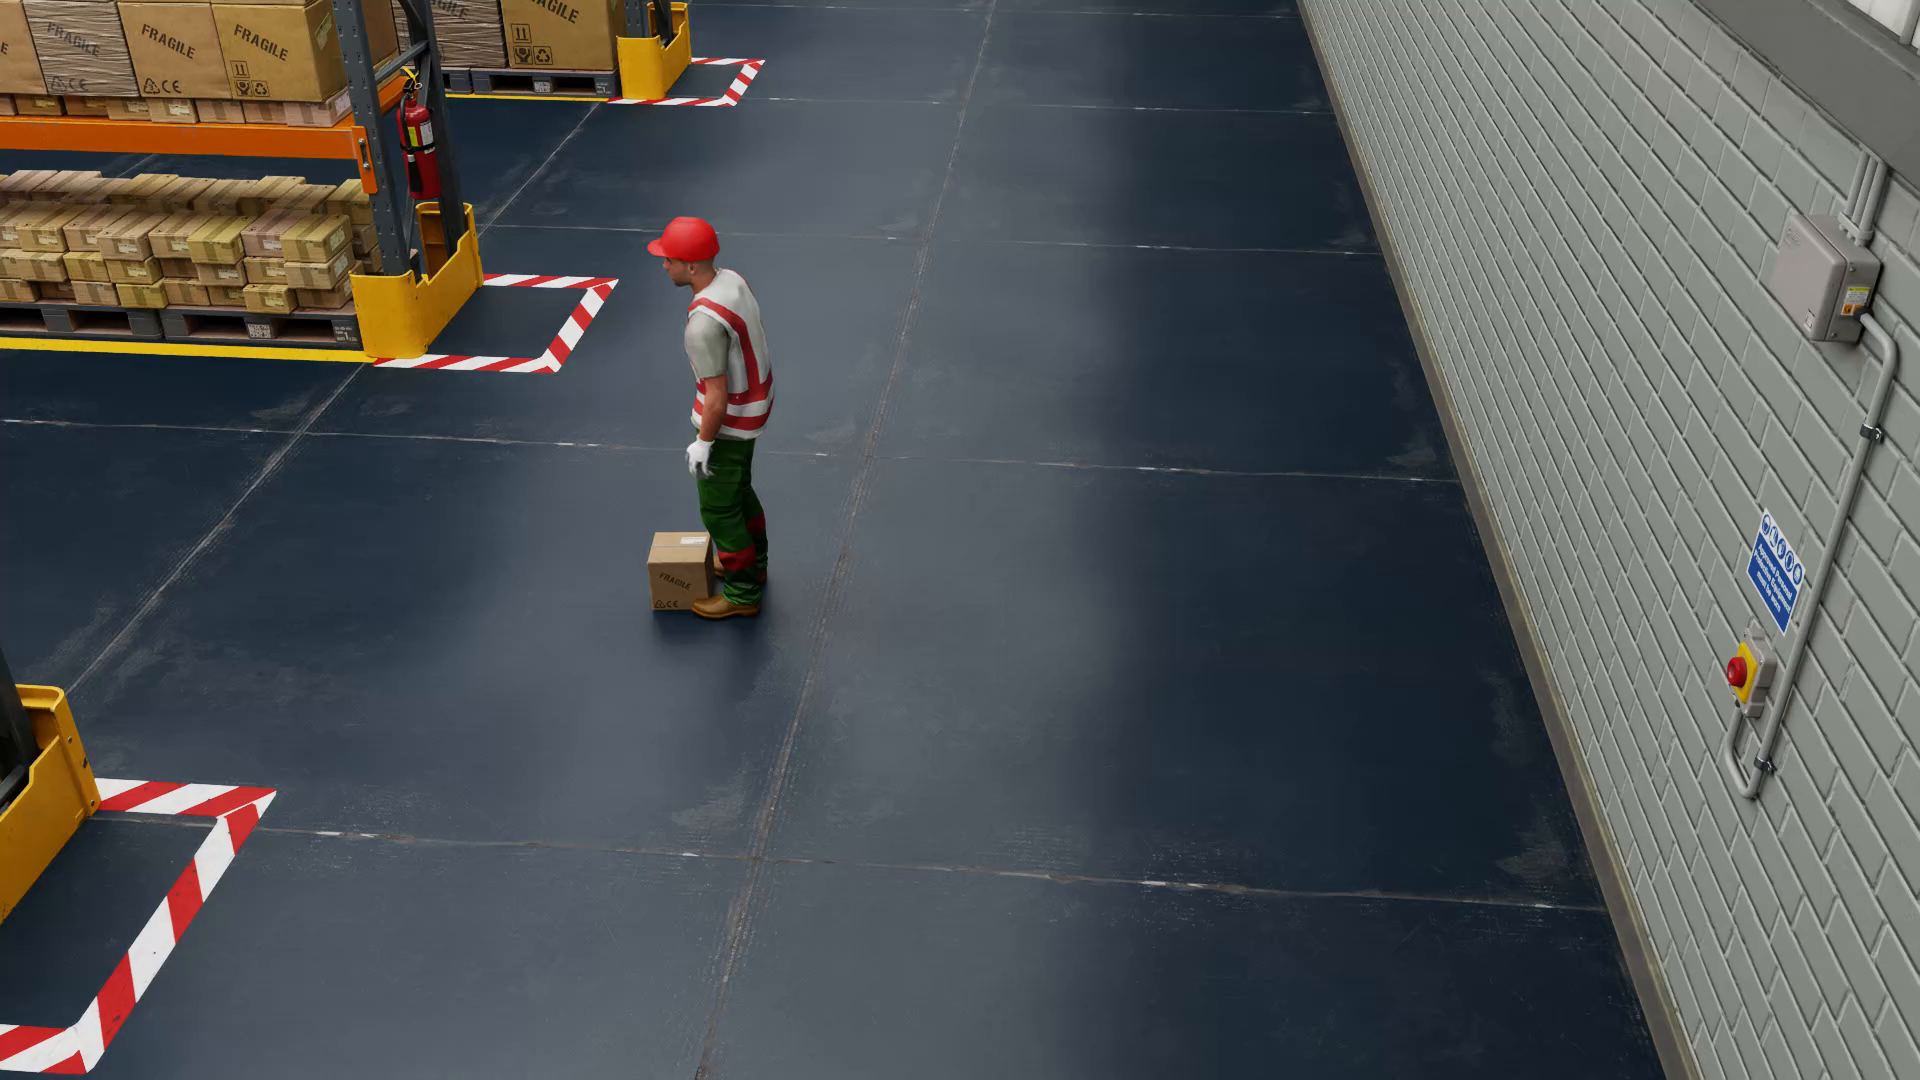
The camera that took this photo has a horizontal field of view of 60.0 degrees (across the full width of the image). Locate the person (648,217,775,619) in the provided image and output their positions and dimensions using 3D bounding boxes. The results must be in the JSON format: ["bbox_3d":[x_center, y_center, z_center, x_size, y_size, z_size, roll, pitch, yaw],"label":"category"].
[{"bbox_3d":[-0.999,-0.502,6.934,0.448,1.779,0.610,3,32,4],"label":"person"}]
